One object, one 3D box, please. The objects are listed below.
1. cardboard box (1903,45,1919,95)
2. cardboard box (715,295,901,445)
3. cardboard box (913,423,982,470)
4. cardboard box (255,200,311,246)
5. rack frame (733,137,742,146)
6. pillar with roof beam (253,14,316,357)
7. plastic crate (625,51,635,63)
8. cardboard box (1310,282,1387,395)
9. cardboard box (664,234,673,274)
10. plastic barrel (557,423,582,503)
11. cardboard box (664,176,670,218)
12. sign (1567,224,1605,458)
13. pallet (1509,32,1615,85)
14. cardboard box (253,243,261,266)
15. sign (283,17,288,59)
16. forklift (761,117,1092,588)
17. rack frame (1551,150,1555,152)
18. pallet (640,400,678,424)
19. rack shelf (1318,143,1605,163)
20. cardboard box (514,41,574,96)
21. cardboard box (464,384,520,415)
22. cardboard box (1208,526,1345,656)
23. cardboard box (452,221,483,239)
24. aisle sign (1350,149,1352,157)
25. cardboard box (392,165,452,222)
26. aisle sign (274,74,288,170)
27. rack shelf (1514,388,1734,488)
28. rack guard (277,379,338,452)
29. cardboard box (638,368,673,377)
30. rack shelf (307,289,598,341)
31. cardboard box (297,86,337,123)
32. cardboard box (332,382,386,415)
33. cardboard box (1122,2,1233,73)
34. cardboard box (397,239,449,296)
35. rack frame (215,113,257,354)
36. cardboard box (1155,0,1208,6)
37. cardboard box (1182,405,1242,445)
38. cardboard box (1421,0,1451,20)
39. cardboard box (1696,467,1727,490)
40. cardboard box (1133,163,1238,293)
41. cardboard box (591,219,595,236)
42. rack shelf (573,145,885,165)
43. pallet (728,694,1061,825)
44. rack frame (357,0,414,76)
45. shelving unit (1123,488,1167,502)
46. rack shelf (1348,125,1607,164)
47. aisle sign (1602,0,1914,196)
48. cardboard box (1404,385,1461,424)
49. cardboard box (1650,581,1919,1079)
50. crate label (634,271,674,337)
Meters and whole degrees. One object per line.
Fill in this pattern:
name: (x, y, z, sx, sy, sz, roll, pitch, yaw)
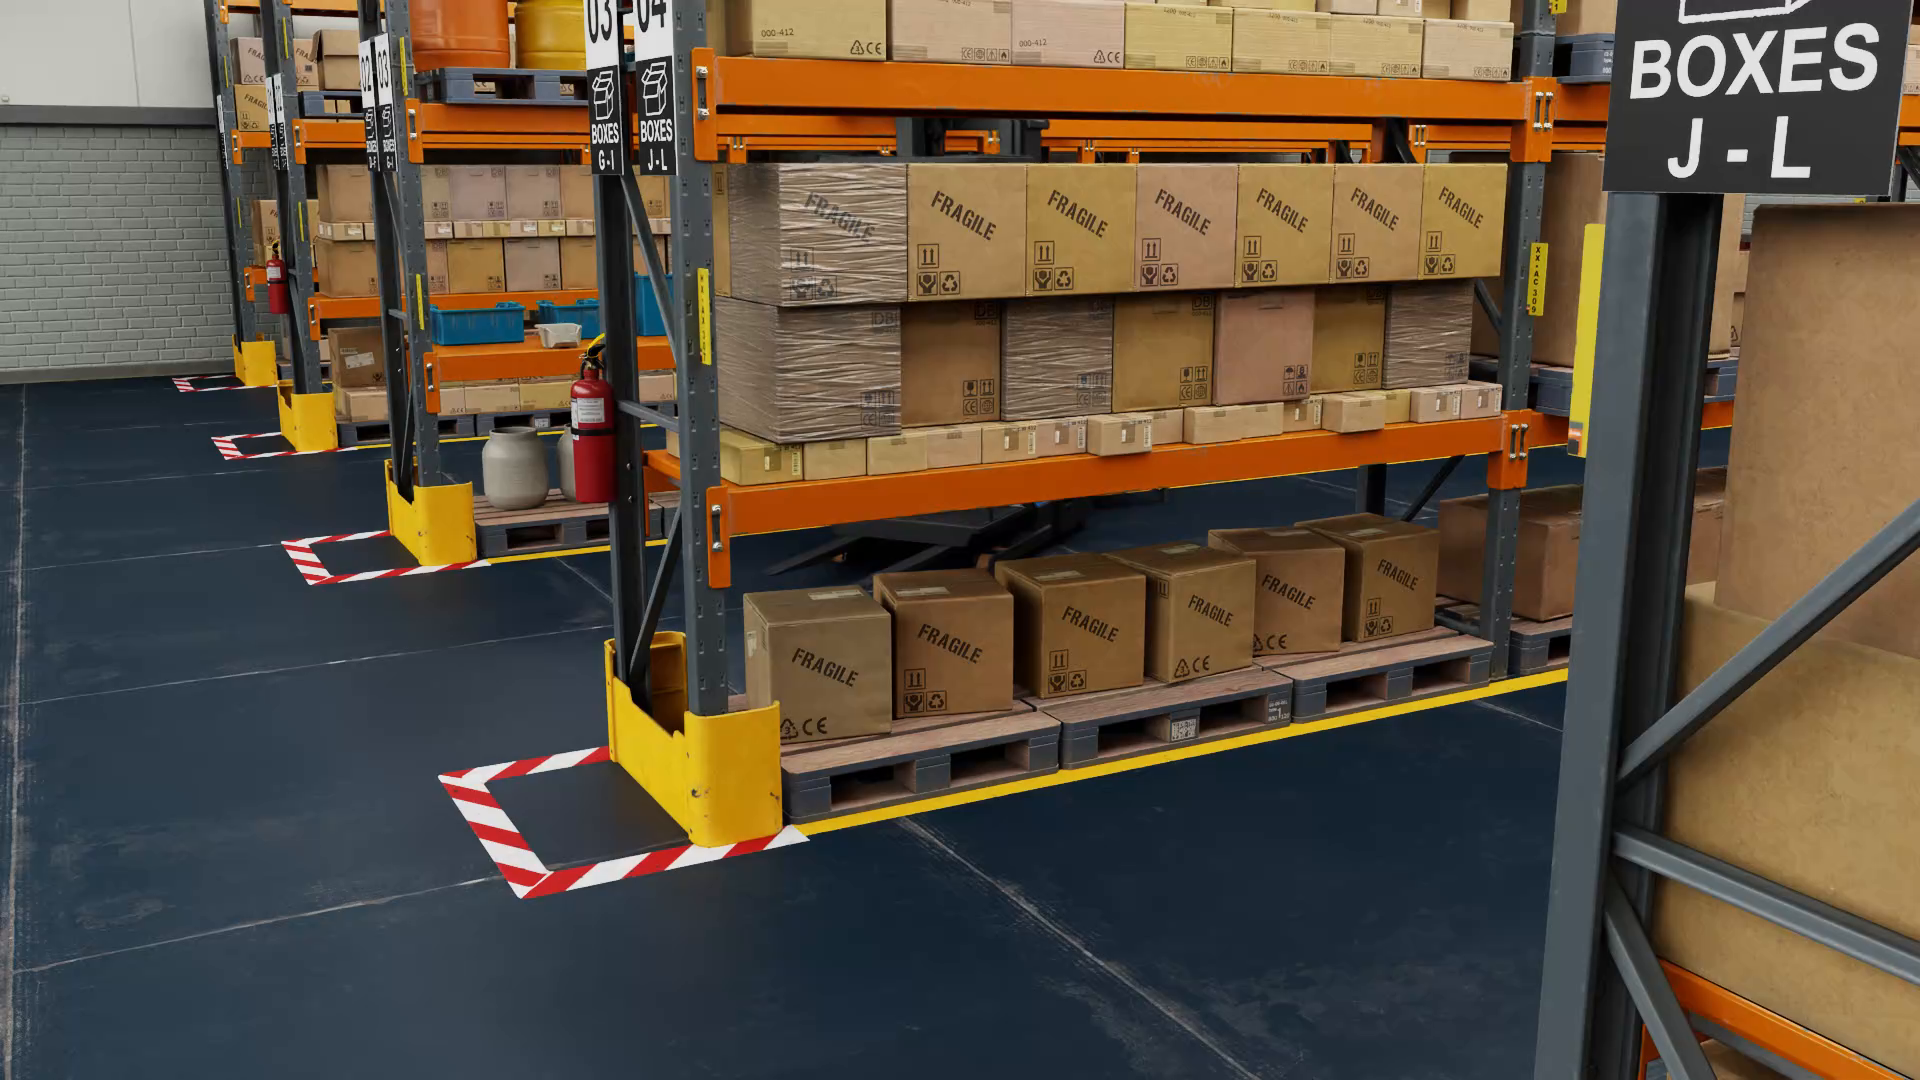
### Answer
cardboard box: (4.709, -2.480, 8.808, 0.500, 0.250, 0.500, -6, 14, -26)
cardboard box: (-0.646, -0.699, 6.479, 0.500, 0.500, 0.875, -7, 14, -28)
cardboard box: (-0.113, -0.391, 6.585, 0.250, 0.149, 0.380, -7, 14, -28)
cardboard box: (-7.699, -3.611, 18.912, 0.500, 0.500, 0.500, -7, 14, -28)
rack frame: (-2.374, -2.783, 16.643, 0.127, 3.000, 1.000, -7, 14, -28)
pillar with roof beam: (-5.999, -5.654, 15.737, 0.400, 9.000, 9.100, -7, 14, -28)
plastic crate: (-1.986, -3.121, 11.352, 0.575, 0.384, 0.392, -7, 14, -28)
cardboard box: (1.489, -0.986, 7.754, 0.500, 0.500, 0.875, -7, 14, -28)
cardboard box: (-2.761, -2.784, 16.420, 0.500, 0.500, 0.700, -7, 15, -29)
plastic barrel: (-2.534, -0.535, 11.365, 0.421, 0.512, 0.421, 0, 13, 0)
cardboard box: (-2.761, -3.417, 16.277, 0.500, 0.500, 0.700, -7, 14, -28)
sign: (0.898, -0.273, 2.312, 0.005, 0.325, 0.100, -7, 14, -28)
pallet: (2.962, -2.290, 8.047, 1.003, 0.211, 1.213, -7, 14, -28)
cardboard box: (-7.945, -3.340, 19.413, 0.500, 0.250, 0.500, -7, 14, -27)
sign: (-5.625, -4.183, 13.862, 0.005, 0.325, 0.100, -7, 14, -28)
forklift: (-0.166, -1.294, 10.182, 1.130, 2.935, 3.031, 6, 14, 24)
rack frame: (8.158, -4.045, 22.253, 0.127, 3.000, 1.000, -7, 14, -28)
pallet: (-3.093, -1.347, 16.614, 1.213, 0.211, 1.003, -7, 14, -28)
rack shelf: (6.403, -4.947, 21.068, 4.000, 0.370, 1.077, -7, 14, -28)
cardboard box: (-3.880, -4.421, 15.579, 0.637, 0.503, 0.797, -5, 14, -22)
cardboard box: (-4.432, -1.345, 15.560, 0.500, 0.250, 0.500, -7, 14, -28)
cardboard box: (1.500, 0.237, 7.960, 0.500, 0.500, 0.500, -2, 13, -10)
cardboard box: (-4.532, -2.836, 15.174, 0.250, 0.149, 0.380, -7, 15, -30)
aisle sign: (5.989, -6.218, 25.984, 0.004, 0.787, 0.394, -7, 14, -28)
cardboard box: (-4.964, -3.152, 15.103, 0.500, 0.500, 0.700, -7, 15, -29)
aisle sign: (-5.796, -3.565, 14.195, 0.004, 0.787, 0.394, -7, 14, -28)
rack shelf: (4.124, -0.733, 9.173, 4.000, 0.370, 1.077, -7, 14, -28)
rack guard: (-5.906, -1.140, 15.037, 0.348, 0.500, 1.175, -7, 14, -28)
cardboard box: (-3.121, -1.871, 16.189, 0.500, 0.500, 0.500, -7, 14, -28)
rack shelf: (-4.130, -2.222, 15.787, 4.000, 0.370, 1.077, -7, 14, -28)
cardboard box: (-7.360, -4.875, 18.834, 0.500, 0.500, 0.500, -6, 14, -24)
cardboard box: (-5.556, -1.339, 15.533, 0.500, 0.250, 0.500, -7, 14, -28)
cardboard box: (0.746, -2.006, 6.702, 0.500, 0.250, 0.500, -6, 14, -26)
cardboard box: (-5.011, -2.514, 15.220, 0.500, 0.500, 0.700, -6, 14, -26)
rack frame: (-8.262, -3.316, 19.014, 0.127, 3.000, 1.000, -7, 14, -28)
cardboard box: (0.789, -2.217, 6.732, 0.250, 0.149, 0.380, -7, 15, -30)
cardboard box: (0.997, -0.517, 7.145, 0.250, 0.149, 0.380, -7, 14, -28)
cardboard box: (1.944, -2.358, 7.356, 0.250, 0.149, 0.380, -7, 14, -27)
cardboard box: (4.326, -0.093, 9.383, 0.500, 0.500, 0.700, -6, 14, -23)
cardboard box: (0.788, -1.298, 6.861, 0.500, 0.500, 0.500, -7, 14, -28)
cardboard box: (-3.404, -2.972, 15.777, 0.250, 0.149, 0.380, -7, 14, -28)
rack shelf: (-2.996, -5.060, 21.568, 4.000, 0.370, 1.077, -7, 14, -28)
pallet: (-0.345, 0.821, 6.980, 1.213, 0.211, 1.003, -7, 14, -28)
rack frame: (-3.515, -4.334, 9.872, 0.127, 3.000, 1.000, -7, 14, -28)
shelving unit: (0.970, -0.809, 12.144, 1.048, 1.125, 0.538, -9, 16, -35)
rack shelf: (5.262, -3.572, 14.954, 4.000, 0.370, 1.077, -7, 14, -28)
aisle sign: (0.940, -0.805, 1.933, 0.004, 0.787, 0.394, -7, 14, -28)
cardboard box: (2.097, -0.647, 7.725, 0.250, 0.149, 0.380, -7, 14, -28)
cardboard box: (1.450, 0.393, 2.190, 0.550, 0.550, 0.875, -7, 14, -28)
crate label: (-2.029, -1.670, 11.618, 0.616, 0.435, 0.502, -7, 14, -28)
